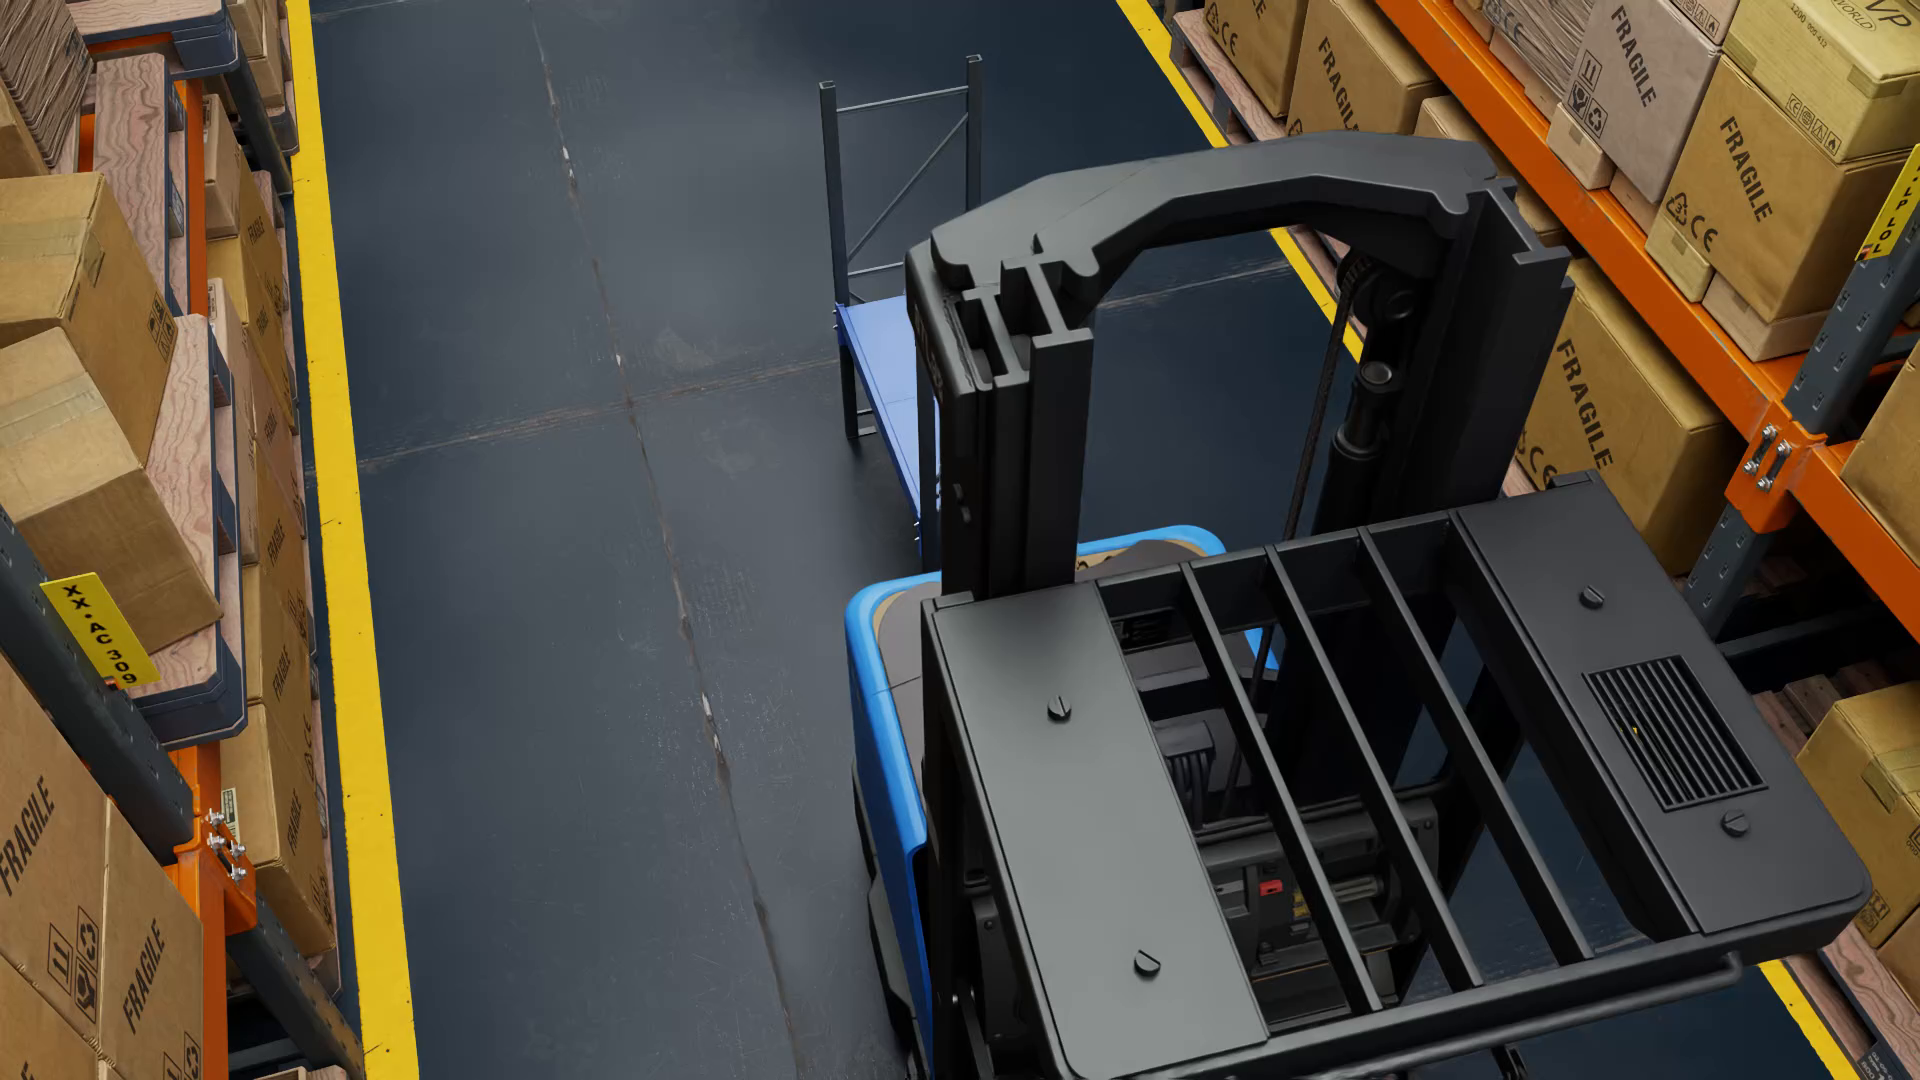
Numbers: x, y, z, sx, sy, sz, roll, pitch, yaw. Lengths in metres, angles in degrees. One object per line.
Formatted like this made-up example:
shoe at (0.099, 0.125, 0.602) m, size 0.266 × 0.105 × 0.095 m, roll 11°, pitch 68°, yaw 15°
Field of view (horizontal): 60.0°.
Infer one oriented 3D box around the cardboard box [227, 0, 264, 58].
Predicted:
cardboard box at (-3.161, -2.218, 6.815) m, size 0.500 × 0.311 × 0.500 m, roll -12°, pitch 51°, yaw -10°

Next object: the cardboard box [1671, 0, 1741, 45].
cardboard box at (2.103, -1.576, 4.353) m, size 0.500 × 0.250 × 0.500 m, roll -12°, pitch 51°, yaw -10°

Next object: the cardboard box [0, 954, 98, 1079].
cardboard box at (-1.553, 0.912, 2.300) m, size 0.500 × 0.500 × 0.500 m, roll -14°, pitch 51°, yaw -12°

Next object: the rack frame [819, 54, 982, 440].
rack frame at (-0.176, -0.917, 5.542) m, size 0.500 × 1.500 × 0.032 m, roll -13°, pitch 51°, yaw -11°

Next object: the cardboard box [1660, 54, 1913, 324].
cardboard box at (2.250, -0.956, 4.321) m, size 0.500 × 0.500 × 0.500 m, roll -14°, pitch 51°, yaw -12°

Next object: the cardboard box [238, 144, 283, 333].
cardboard box at (-2.786, -1.046, 6.017) m, size 0.500 × 0.500 × 0.500 m, roll -12°, pitch 51°, yaw -10°

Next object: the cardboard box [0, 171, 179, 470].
cardboard box at (-2.294, -0.470, 3.844) m, size 0.700 × 0.500 × 0.500 m, roll -6°, pitch 50°, yaw -5°

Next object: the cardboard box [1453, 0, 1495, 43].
cardboard box at (1.856, -1.784, 5.443) m, size 0.380 × 0.149 × 0.250 m, roll -12°, pitch 51°, yaw -10°

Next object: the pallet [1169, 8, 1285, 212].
pallet at (1.606, -1.971, 7.273) m, size 1.003 × 0.211 × 1.213 m, roll -13°, pitch 51°, yaw -11°

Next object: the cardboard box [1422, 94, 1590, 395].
cardboard box at (2.045, -1.077, 5.828) m, size 0.750 × 0.750 × 0.750 m, roll -12°, pitch 51°, yaw -10°

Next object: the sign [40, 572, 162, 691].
sign at (-1.587, 0.175, 3.075) m, size 0.100 × 0.325 × 0.005 m, roll -13°, pitch 51°, yaw -11°

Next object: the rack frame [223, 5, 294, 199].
rack frame at (-3.286, -2.340, 5.760) m, size 1.000 × 3.000 × 0.127 m, roll -13°, pitch 51°, yaw -11°

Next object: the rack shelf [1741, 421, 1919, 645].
rack shelf at (3.219, 1.152, 3.288) m, size 1.077 × 0.370 × 4.000 m, roll -13°, pitch 51°, yaw -11°

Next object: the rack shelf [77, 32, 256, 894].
rack shelf at (-2.695, -0.647, 4.804) m, size 1.077 × 0.370 × 4.000 m, roll -13°, pitch 51°, yaw -11°

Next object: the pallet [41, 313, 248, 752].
pallet at (-2.236, 0.035, 3.884) m, size 1.003 × 0.211 × 1.213 m, roll -13°, pitch 51°, yaw -11°

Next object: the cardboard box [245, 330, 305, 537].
cardboard box at (-2.472, -0.286, 5.376) m, size 0.500 × 0.500 × 0.500 m, roll -15°, pitch 52°, yaw -12°

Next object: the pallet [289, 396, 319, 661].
pallet at (-2.745, 0.002, 5.610) m, size 1.003 × 0.211 × 1.213 m, roll -13°, pitch 51°, yaw -11°

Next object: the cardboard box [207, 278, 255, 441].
cardboard box at (-2.458, -0.501, 5.067) m, size 0.500 × 0.250 × 0.500 m, roll -14°, pitch 51°, yaw -12°

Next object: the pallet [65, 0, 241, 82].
pallet at (-3.019, -1.799, 5.430) m, size 1.213 × 0.211 × 1.003 m, roll -13°, pitch 51°, yaw -11°

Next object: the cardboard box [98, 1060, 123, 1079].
cardboard box at (-1.557, 1.233, 2.683) m, size 0.500 × 0.500 × 0.500 m, roll -12°, pitch 51°, yaw -10°

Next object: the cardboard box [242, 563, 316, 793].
cardboard box at (-2.182, 0.450, 4.756) m, size 0.500 × 0.500 × 0.500 m, roll -13°, pitch 51°, yaw -10°

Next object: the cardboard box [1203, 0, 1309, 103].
cardboard box at (1.537, -2.338, 6.891) m, size 0.750 × 0.750 × 0.750 m, roll -14°, pitch 51°, yaw -11°

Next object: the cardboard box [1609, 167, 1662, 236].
cardboard box at (2.126, -1.028, 4.806) m, size 0.380 × 0.149 × 0.250 m, roll -12°, pitch 51°, yaw -10°

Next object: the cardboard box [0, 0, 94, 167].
cardboard box at (-2.904, -1.362, 4.596) m, size 0.700 × 0.500 × 0.500 m, roll -5°, pitch 50°, yaw -4°

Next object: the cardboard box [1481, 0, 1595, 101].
cardboard box at (1.949, -1.695, 4.944) m, size 0.500 × 0.500 × 0.500 m, roll -13°, pitch 51°, yaw -11°

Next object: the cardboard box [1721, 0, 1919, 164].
cardboard box at (2.245, -1.200, 4.037) m, size 0.500 × 0.250 × 0.500 m, roll -12°, pitch 51°, yaw -10°

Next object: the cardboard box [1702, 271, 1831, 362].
cardboard box at (2.257, -0.649, 4.487) m, size 0.380 × 0.149 × 0.250 m, roll -13°, pitch 51°, yaw -11°

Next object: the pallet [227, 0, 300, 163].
pallet at (-3.493, -2.051, 7.341) m, size 1.003 × 0.211 × 1.213 m, roll -13°, pitch 51°, yaw -11°

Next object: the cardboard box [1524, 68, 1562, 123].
cardboard box at (1.983, -1.401, 5.120) m, size 0.380 × 0.149 × 0.250 m, roll -13°, pitch 51°, yaw -11°

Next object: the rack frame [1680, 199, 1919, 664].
rack frame at (2.628, -0.541, 4.244) m, size 1.000 × 3.000 × 0.127 m, roll -13°, pitch 51°, yaw -11°

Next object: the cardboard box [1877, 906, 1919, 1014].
cardboard box at (2.896, 1.066, 4.249) m, size 0.700 × 0.500 × 0.500 m, roll -14°, pitch 51°, yaw -11°

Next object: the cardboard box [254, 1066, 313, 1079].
cardboard box at (-1.664, 1.598, 3.788) m, size 0.500 × 0.500 × 0.500 m, roll -13°, pitch 51°, yaw -11°

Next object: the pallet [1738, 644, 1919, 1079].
pallet at (2.778, 0.931, 4.827) m, size 1.003 × 0.211 × 1.213 m, roll -13°, pitch 51°, yaw -11°

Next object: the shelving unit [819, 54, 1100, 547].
shelving unit at (-0.025, -0.546, 5.229) m, size 0.538 × 1.500 × 1.048 m, roll -13°, pitch 51°, yaw -11°

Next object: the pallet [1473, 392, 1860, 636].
pallet at (2.327, -0.189, 5.771) m, size 1.003 × 0.211 × 1.213 m, roll -13°, pitch 51°, yaw -11°

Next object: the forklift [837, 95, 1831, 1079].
forklift at (0.519, 0.809, 3.151) m, size 1.130 × 2.935 × 3.031 m, roll -11°, pitch 51°, yaw -9°

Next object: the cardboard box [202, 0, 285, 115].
cardboard box at (-3.161, -2.038, 7.030) m, size 0.500 × 0.250 × 0.500 m, roll -13°, pitch 51°, yaw -11°
